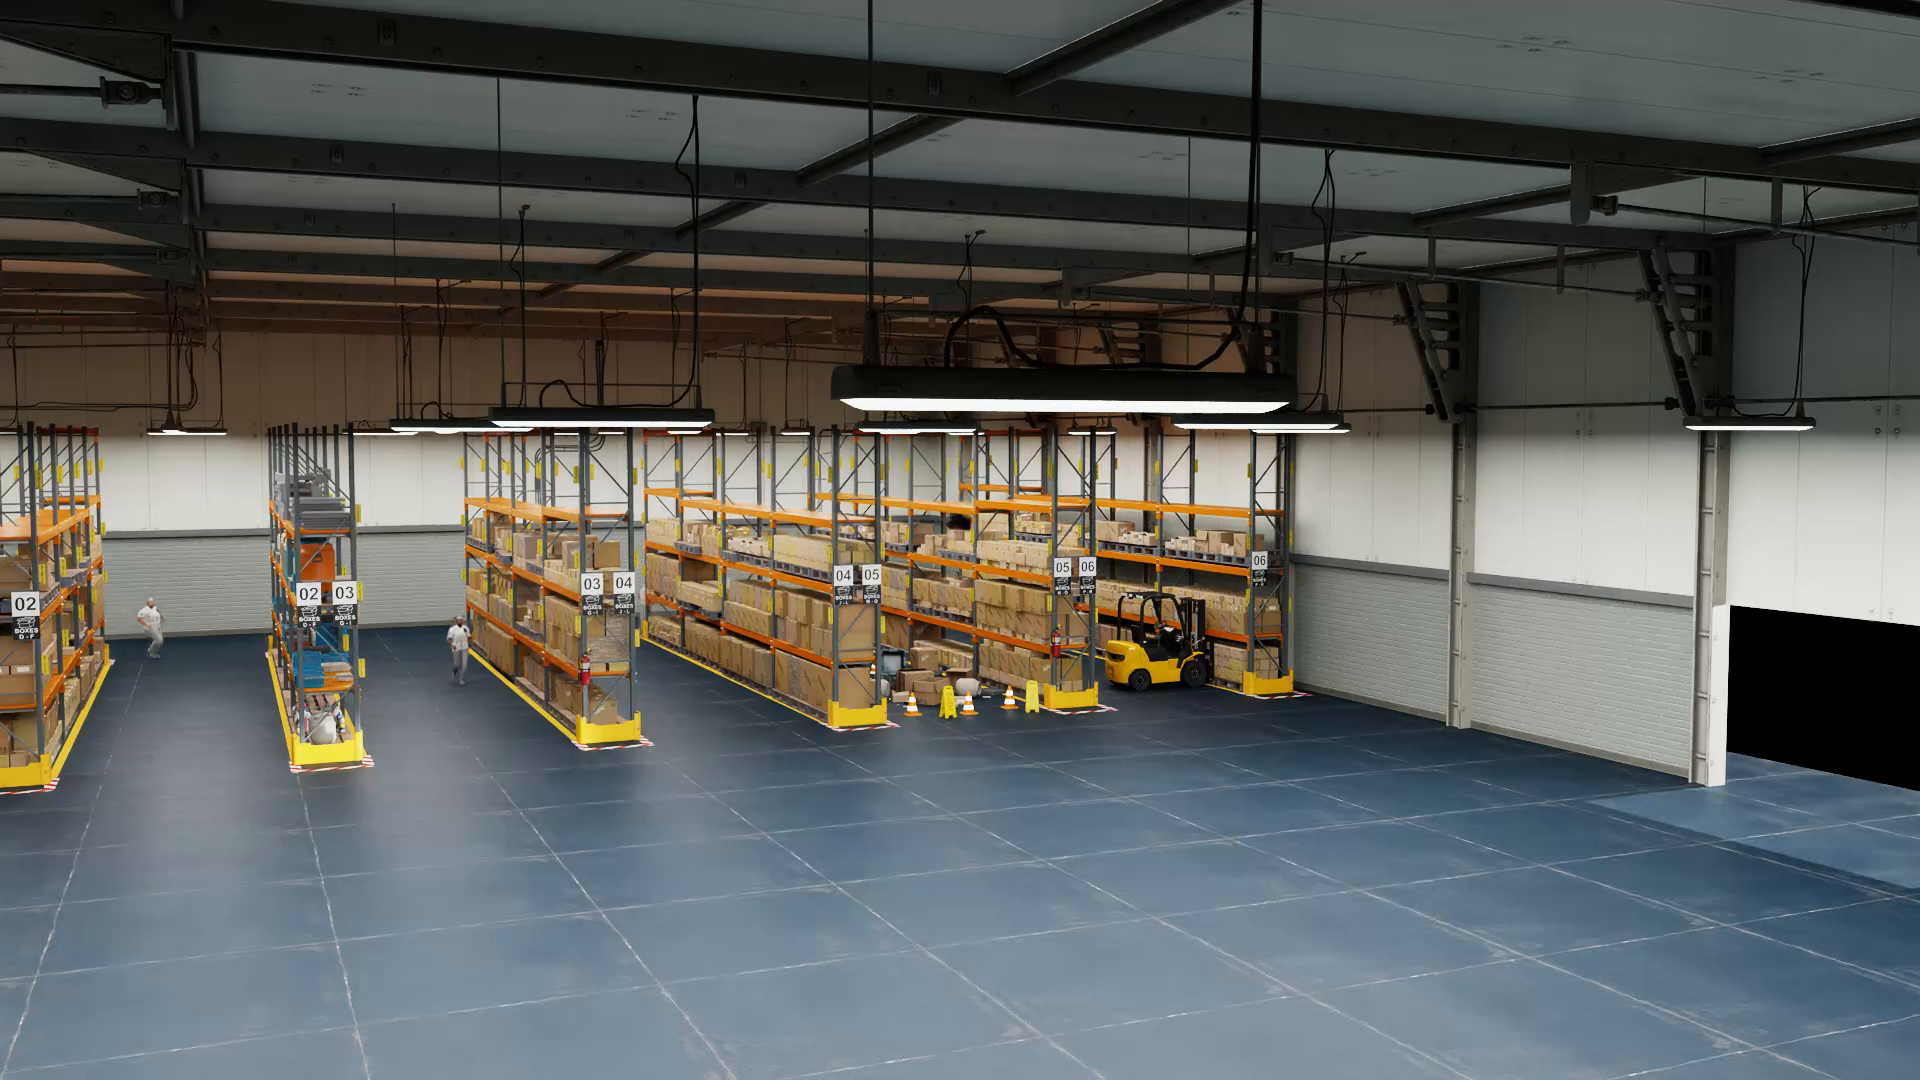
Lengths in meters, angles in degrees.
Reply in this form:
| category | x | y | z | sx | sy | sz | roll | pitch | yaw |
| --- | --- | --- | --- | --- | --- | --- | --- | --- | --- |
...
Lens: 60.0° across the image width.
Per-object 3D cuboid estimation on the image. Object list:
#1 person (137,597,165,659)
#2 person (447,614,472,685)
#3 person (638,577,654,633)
| category | x | y | z | sx | sy | sz | roll | pitch | yaw |
| --- | --- | --- | --- | --- | --- | --- | --- | --- | --- |
| person | -20.924 | 2.289 | 43.129 | 0.561 | 1.611 | 0.610 | 0 | 4 | 8 |
| person | -11.609 | 2.536 | 38.642 | 0.573 | 1.650 | 0.581 | -2 | 4 | -30 |
| person | -9.151 | 1.854 | 48.790 | 0.899 | 1.764 | 0.706 | -3 | 5 | -41 |
